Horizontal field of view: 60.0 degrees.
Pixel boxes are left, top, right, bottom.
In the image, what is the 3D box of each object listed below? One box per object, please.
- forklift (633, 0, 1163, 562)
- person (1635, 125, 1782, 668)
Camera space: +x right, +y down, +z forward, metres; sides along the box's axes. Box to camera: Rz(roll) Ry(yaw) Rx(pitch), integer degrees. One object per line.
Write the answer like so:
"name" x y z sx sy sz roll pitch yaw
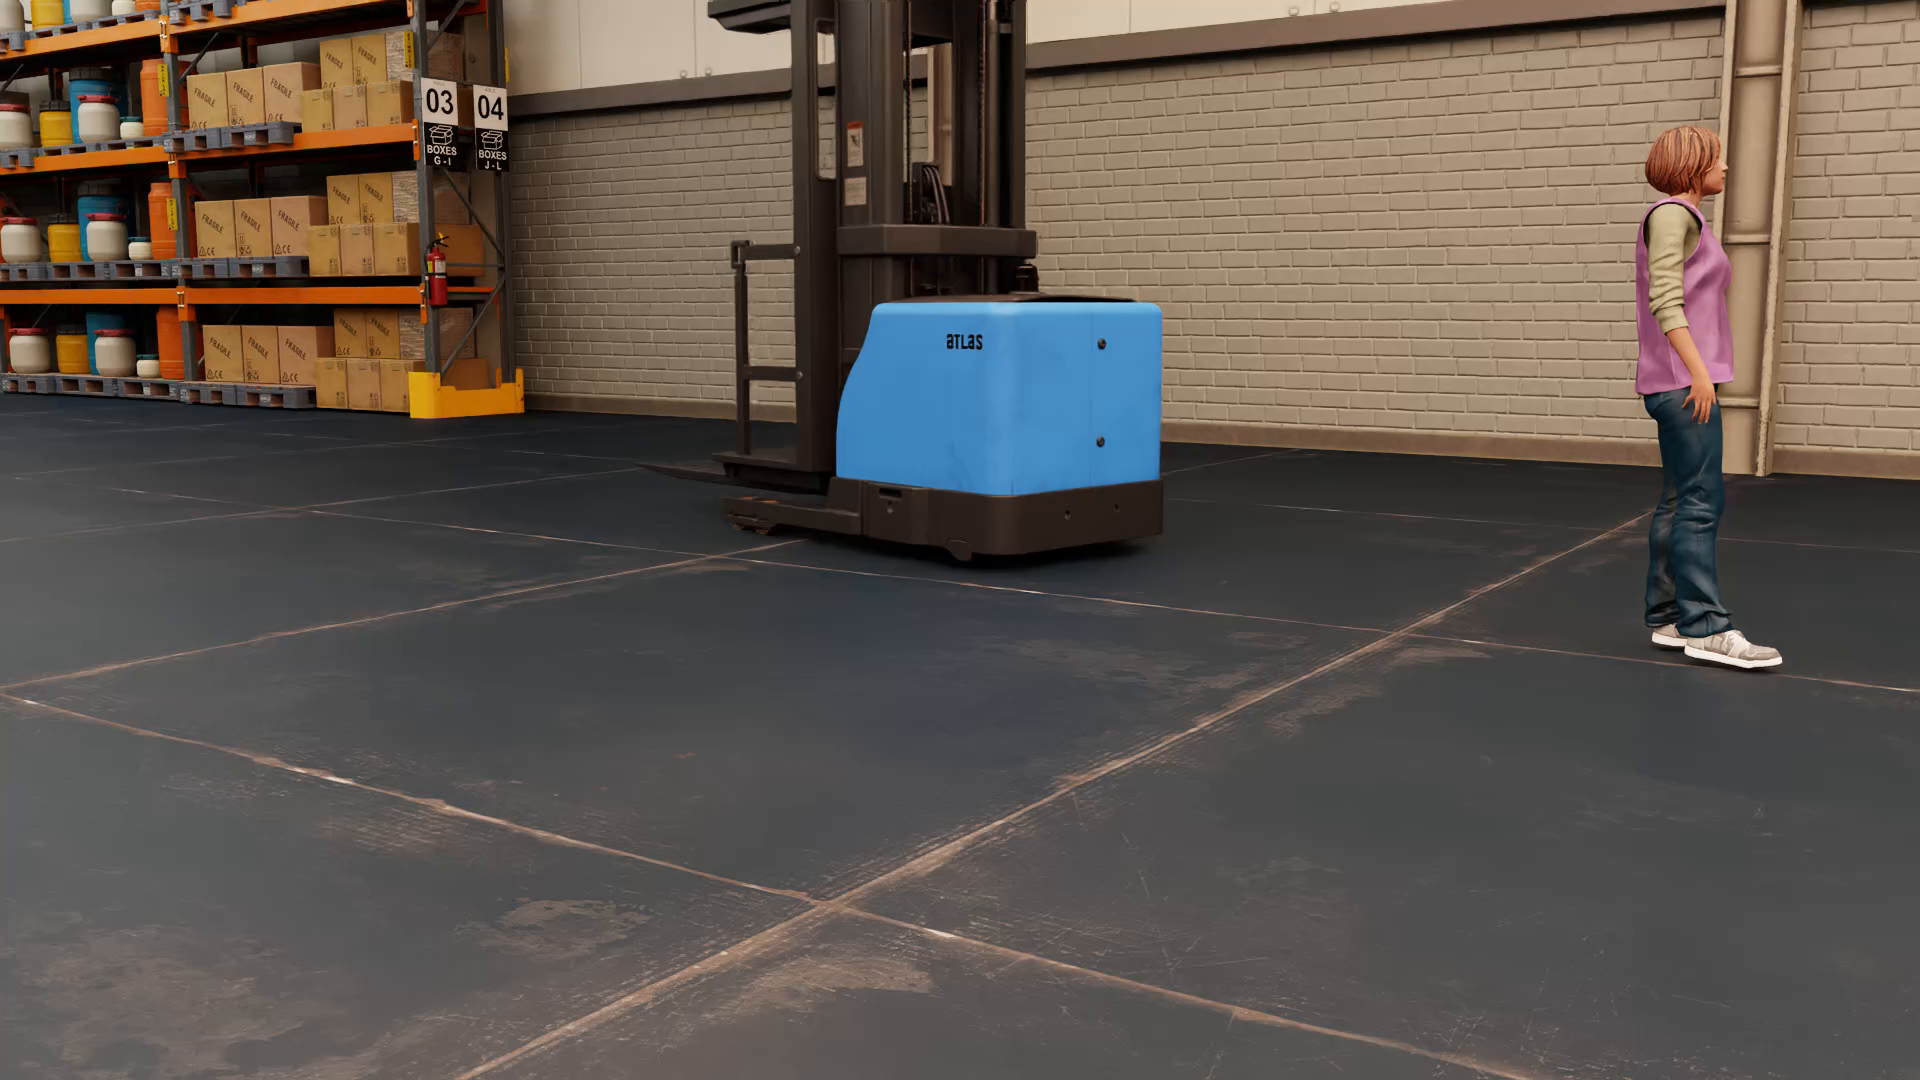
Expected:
"forklift" -0.481 -1.518 7.865 1.130 2.935 3.031 -7 11 -42
"person" 2.283 -0.450 5.042 0.472 1.599 0.520 4 9 25
